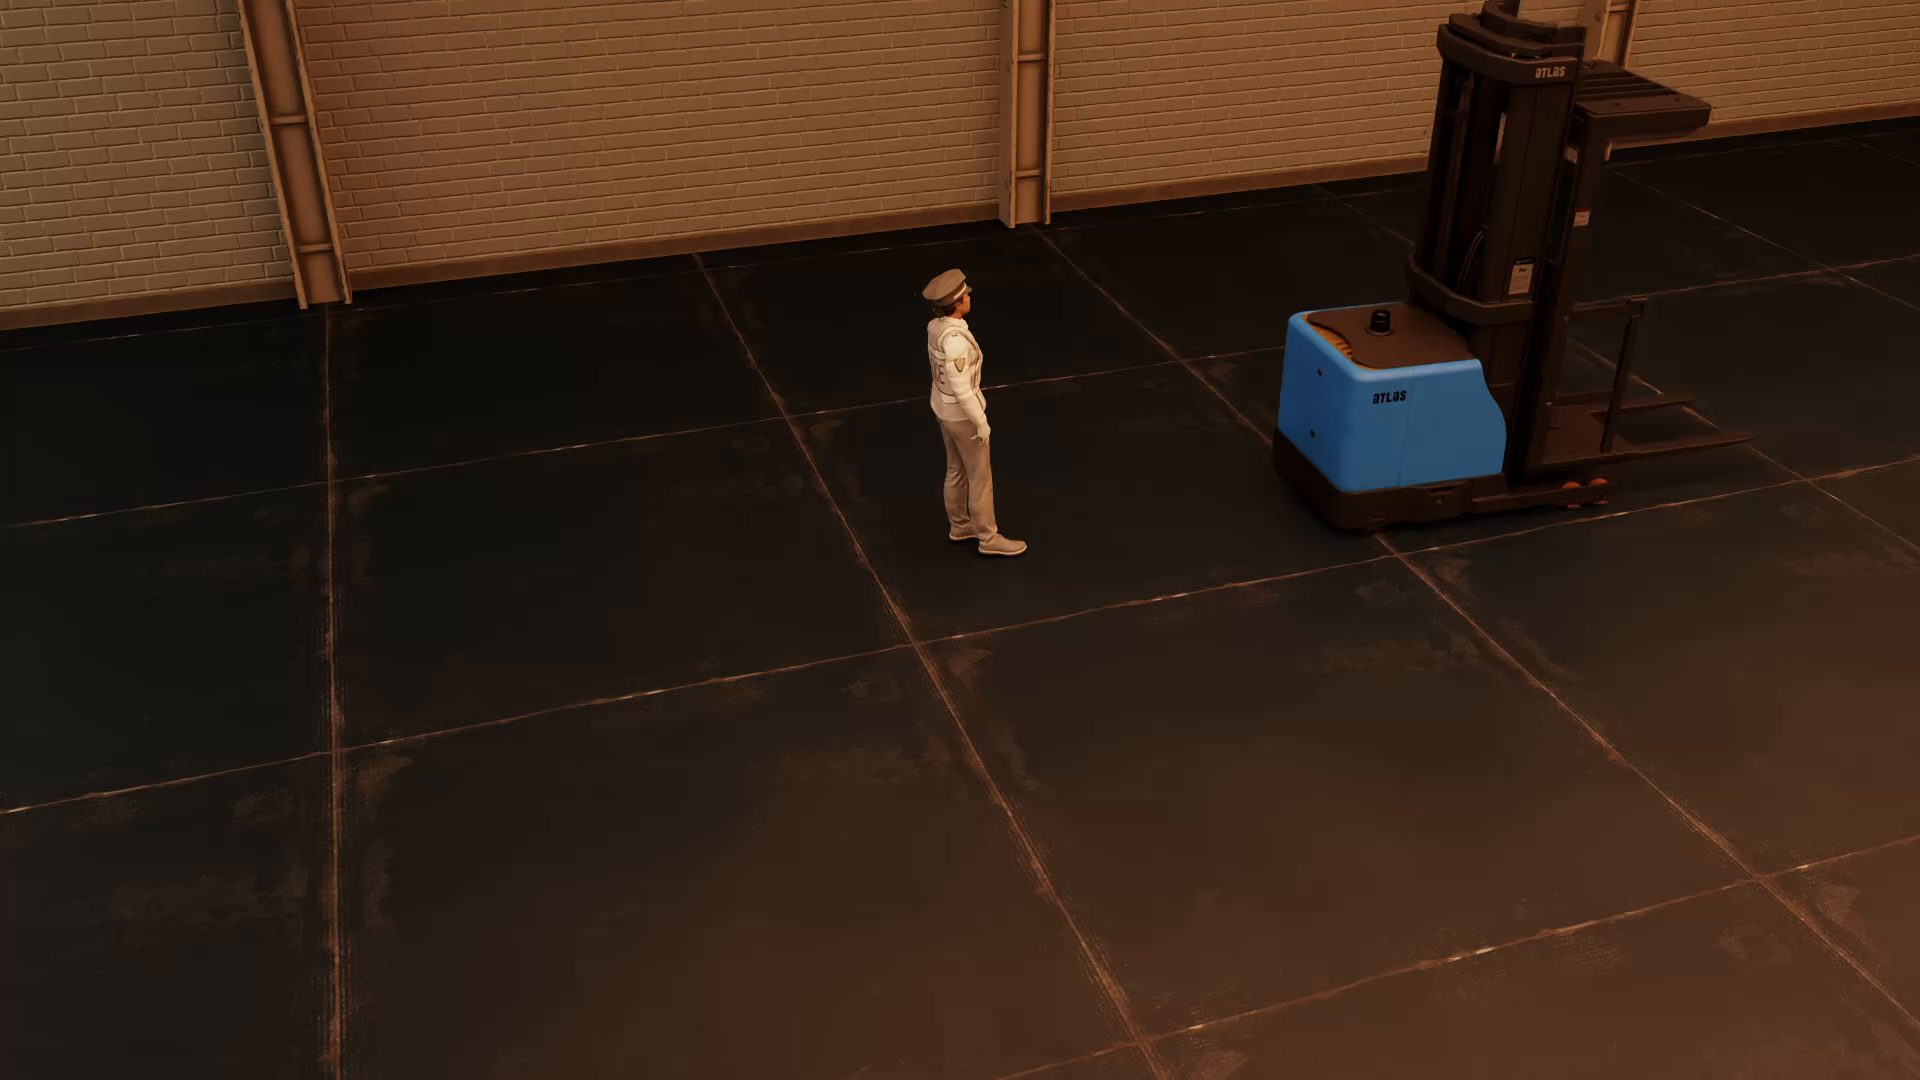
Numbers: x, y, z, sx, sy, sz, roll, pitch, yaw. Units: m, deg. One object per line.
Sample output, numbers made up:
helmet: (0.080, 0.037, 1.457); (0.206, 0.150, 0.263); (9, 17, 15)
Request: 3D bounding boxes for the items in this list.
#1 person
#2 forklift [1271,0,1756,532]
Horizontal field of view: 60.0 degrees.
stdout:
person: (0.068, -0.748, 9.613); (0.530, 1.694, 0.586); (-10, 31, -16)
forklift: (3.597, -1.711, 10.060); (3.031, 2.935, 1.130); (-8, 31, -13)
